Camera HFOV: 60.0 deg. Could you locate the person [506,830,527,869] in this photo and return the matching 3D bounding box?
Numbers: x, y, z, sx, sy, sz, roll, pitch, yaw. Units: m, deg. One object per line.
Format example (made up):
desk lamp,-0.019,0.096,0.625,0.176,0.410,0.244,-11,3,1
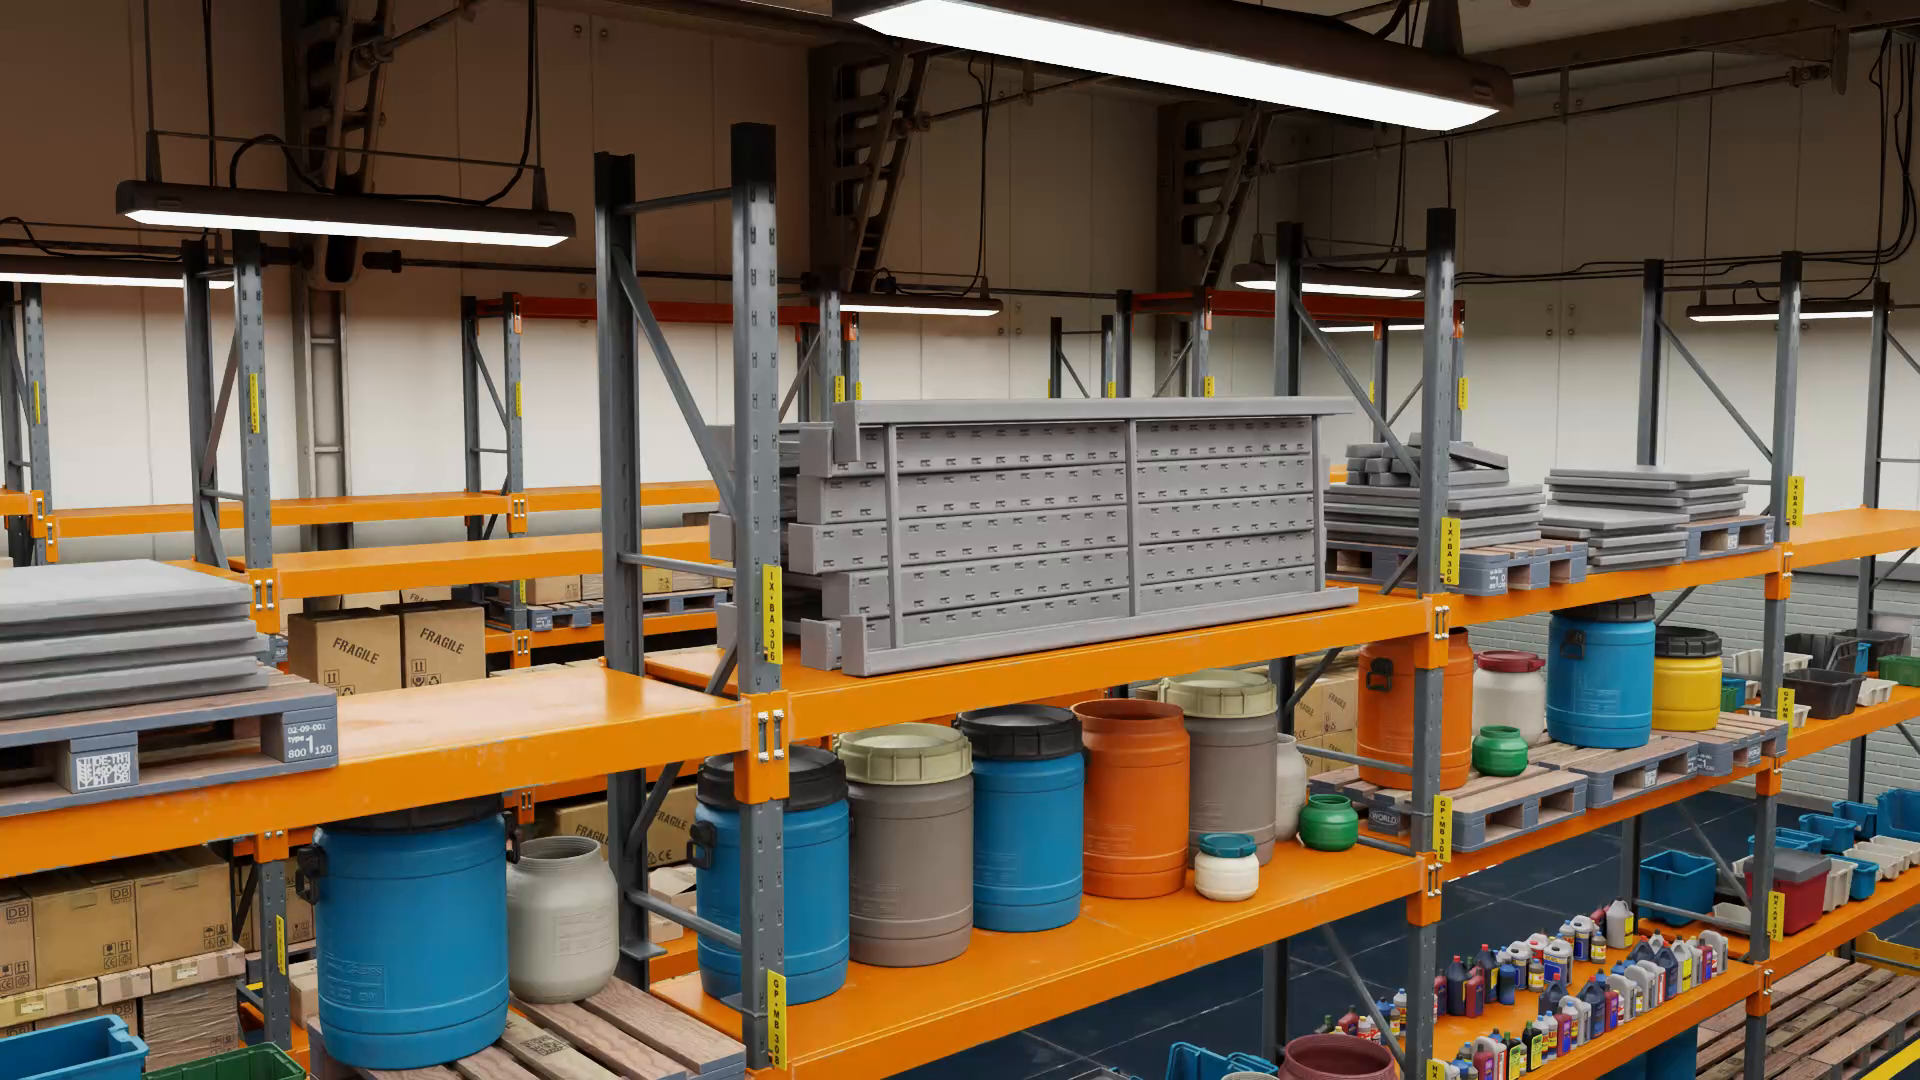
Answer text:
person,-3.493,3.103,13.342,0.602,1.638,0.669,4,7,38
